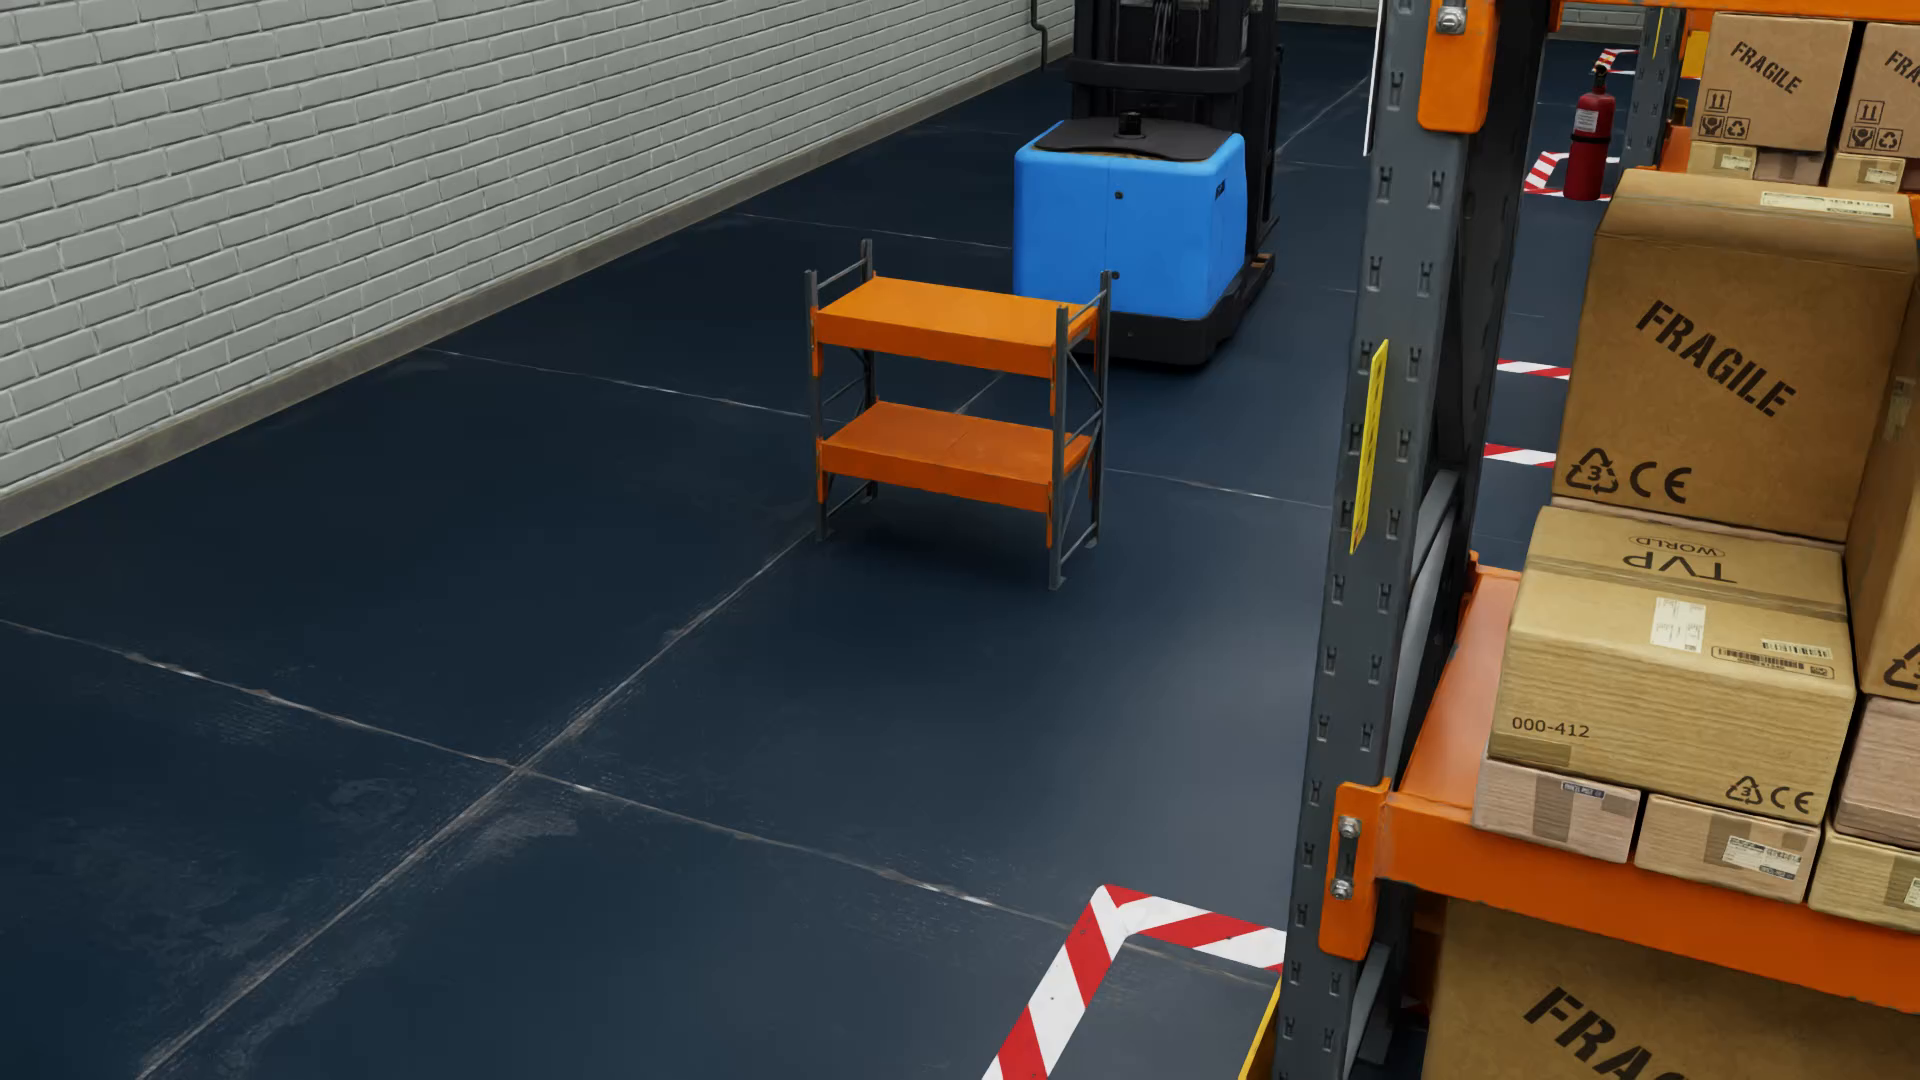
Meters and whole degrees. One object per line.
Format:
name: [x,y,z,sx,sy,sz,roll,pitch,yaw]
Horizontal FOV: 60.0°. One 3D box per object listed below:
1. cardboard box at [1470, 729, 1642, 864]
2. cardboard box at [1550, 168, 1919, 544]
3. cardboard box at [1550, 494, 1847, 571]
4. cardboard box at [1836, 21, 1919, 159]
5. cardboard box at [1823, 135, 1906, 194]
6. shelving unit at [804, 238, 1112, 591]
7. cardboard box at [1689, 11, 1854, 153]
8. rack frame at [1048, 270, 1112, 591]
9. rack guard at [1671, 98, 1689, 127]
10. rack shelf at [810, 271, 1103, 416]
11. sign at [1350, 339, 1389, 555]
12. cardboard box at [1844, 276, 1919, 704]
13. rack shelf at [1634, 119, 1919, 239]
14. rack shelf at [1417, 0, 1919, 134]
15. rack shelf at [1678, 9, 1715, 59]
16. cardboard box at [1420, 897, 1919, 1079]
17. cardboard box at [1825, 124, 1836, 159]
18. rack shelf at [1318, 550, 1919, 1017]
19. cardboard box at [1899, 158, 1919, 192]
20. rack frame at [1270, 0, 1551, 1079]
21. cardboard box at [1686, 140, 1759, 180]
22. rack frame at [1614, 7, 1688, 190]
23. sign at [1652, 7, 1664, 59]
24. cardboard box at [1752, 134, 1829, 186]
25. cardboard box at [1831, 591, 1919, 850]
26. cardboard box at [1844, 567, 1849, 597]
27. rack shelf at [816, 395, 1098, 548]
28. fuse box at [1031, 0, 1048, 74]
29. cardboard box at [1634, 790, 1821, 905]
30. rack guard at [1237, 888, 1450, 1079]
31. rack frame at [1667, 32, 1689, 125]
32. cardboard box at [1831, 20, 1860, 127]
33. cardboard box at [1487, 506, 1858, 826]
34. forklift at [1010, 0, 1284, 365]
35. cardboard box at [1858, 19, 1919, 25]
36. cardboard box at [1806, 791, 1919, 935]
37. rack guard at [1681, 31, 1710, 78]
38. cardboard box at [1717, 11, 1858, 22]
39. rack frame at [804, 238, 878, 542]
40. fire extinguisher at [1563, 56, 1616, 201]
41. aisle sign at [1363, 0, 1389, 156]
cardboard box: [1.054,0.370,2.887,0.250,0.149,0.380,12,29,22]
cardboard box: [1.420,-0.359,3.068,0.500,0.500,0.500,12,29,22]
cardboard box: [1.419,-0.024,3.237,0.500,0.250,0.500,11,28,21]
cardboard box: [3.805,-1.814,6.588,0.500,0.500,0.500,11,28,22]
cardboard box: [3.644,-1.512,6.709,0.250,0.149,0.380,11,28,20]
shelving unit: [-0.006,-0.506,6.504,1.048,1.125,0.538,11,28,22]
cardboard box: [3.307,-1.901,6.766,0.500,0.500,0.500,13,29,24]
rack frame: [0.457,-0.413,6.315,0.032,1.125,0.500,11,28,22]
rack guard: [4.948,-2.808,11.887,0.348,0.500,1.175,11,28,22]
rack shelf: [-0.006,-0.768,6.375,1.000,0.278,0.538,11,28,22]
sign: [0.633,-0.142,2.573,0.005,0.325,0.100,11,28,22]
cardboard box: [1.648,-0.055,2.450,0.500,0.500,0.500,11,28,21]
rack shelf: [4.834,-1.228,6.662,4.000,0.370,1.077,11,28,22]
rack shelf: [2.689,-0.597,1.986,4.000,0.370,1.077,11,28,22]
rack shelf: [6.791,-3.236,10.742,4.000,0.370,1.077,11,28,22]
cardboard box: [1.484,0.909,3.437,0.875,0.875,0.875,11,28,22]
cardboard box: [3.872,-1.757,7.207,0.250,0.149,0.380,11,28,21]
rack shelf: [2.689,0.748,2.649,4.000,0.370,1.077,11,28,22]
cardboard box: [3.937,-1.519,6.725,0.250,0.149,0.380,13,29,24]
rack frame: [0.868,0.060,3.233,0.127,3.000,1.000,11,28,22]
cardboard box: [3.172,-1.612,6.913,0.250,0.149,0.380,11,28,21]
rack frame: [3.013,-1.916,7.246,0.127,3.000,1.000,11,28,22]
sign: [2.789,-2.086,6.611,0.005,0.325,0.100,11,28,22]
cardboard box: [3.421,-1.582,6.853,0.250,0.149,0.380,12,29,24]
cardboard box: [1.669,0.282,2.614,0.500,0.250,0.500,11,28,21]
cardboard box: [1.880,0.069,3.048,0.500,0.250,0.500,11,28,21]
rack shelf: [-0.006,-0.287,6.612,1.000,0.278,0.538,11,28,22]
fuse box: [0.830,-5.186,15.347,0.414,1.711,0.539,11,28,22]
cardboard box: [1.289,0.416,2.793,0.250,0.149,0.380,11,28,21]
rack guard: [0.846,1.177,3.794,0.348,0.500,1.175,11,28,22]
rack frame: [4.970,-3.925,11.326,0.127,3.000,1.000,11,28,22]
cardboard box: [3.995,-2.019,7.006,0.500,0.500,0.500,11,28,21]
cardboard box: [1.193,0.190,2.801,0.500,0.250,0.500,11,28,20]
forklift: [1.234,-2.823,9.166,1.130,2.935,3.031,9,28,18]
cardboard box: [3.774,-2.264,6.371,0.500,0.500,0.500,12,29,23]
cardboard box: [1.522,0.463,2.698,0.250,0.149,0.380,11,28,21]
rack guard: [7.091,-4.786,15.905,0.348,0.500,1.175,11,28,22]
cardboard box: [3.312,-2.354,6.554,0.500,0.500,0.500,11,28,21]
rack frame: [-0.469,-0.599,6.693,0.032,1.125,0.500,11,28,22]
fire extinguisher: [2.975,-1.946,7.816,0.183,0.674,0.296,11,28,22]
aisle sign: [0.678,-0.999,2.440,0.004,0.787,0.394,11,28,22]
